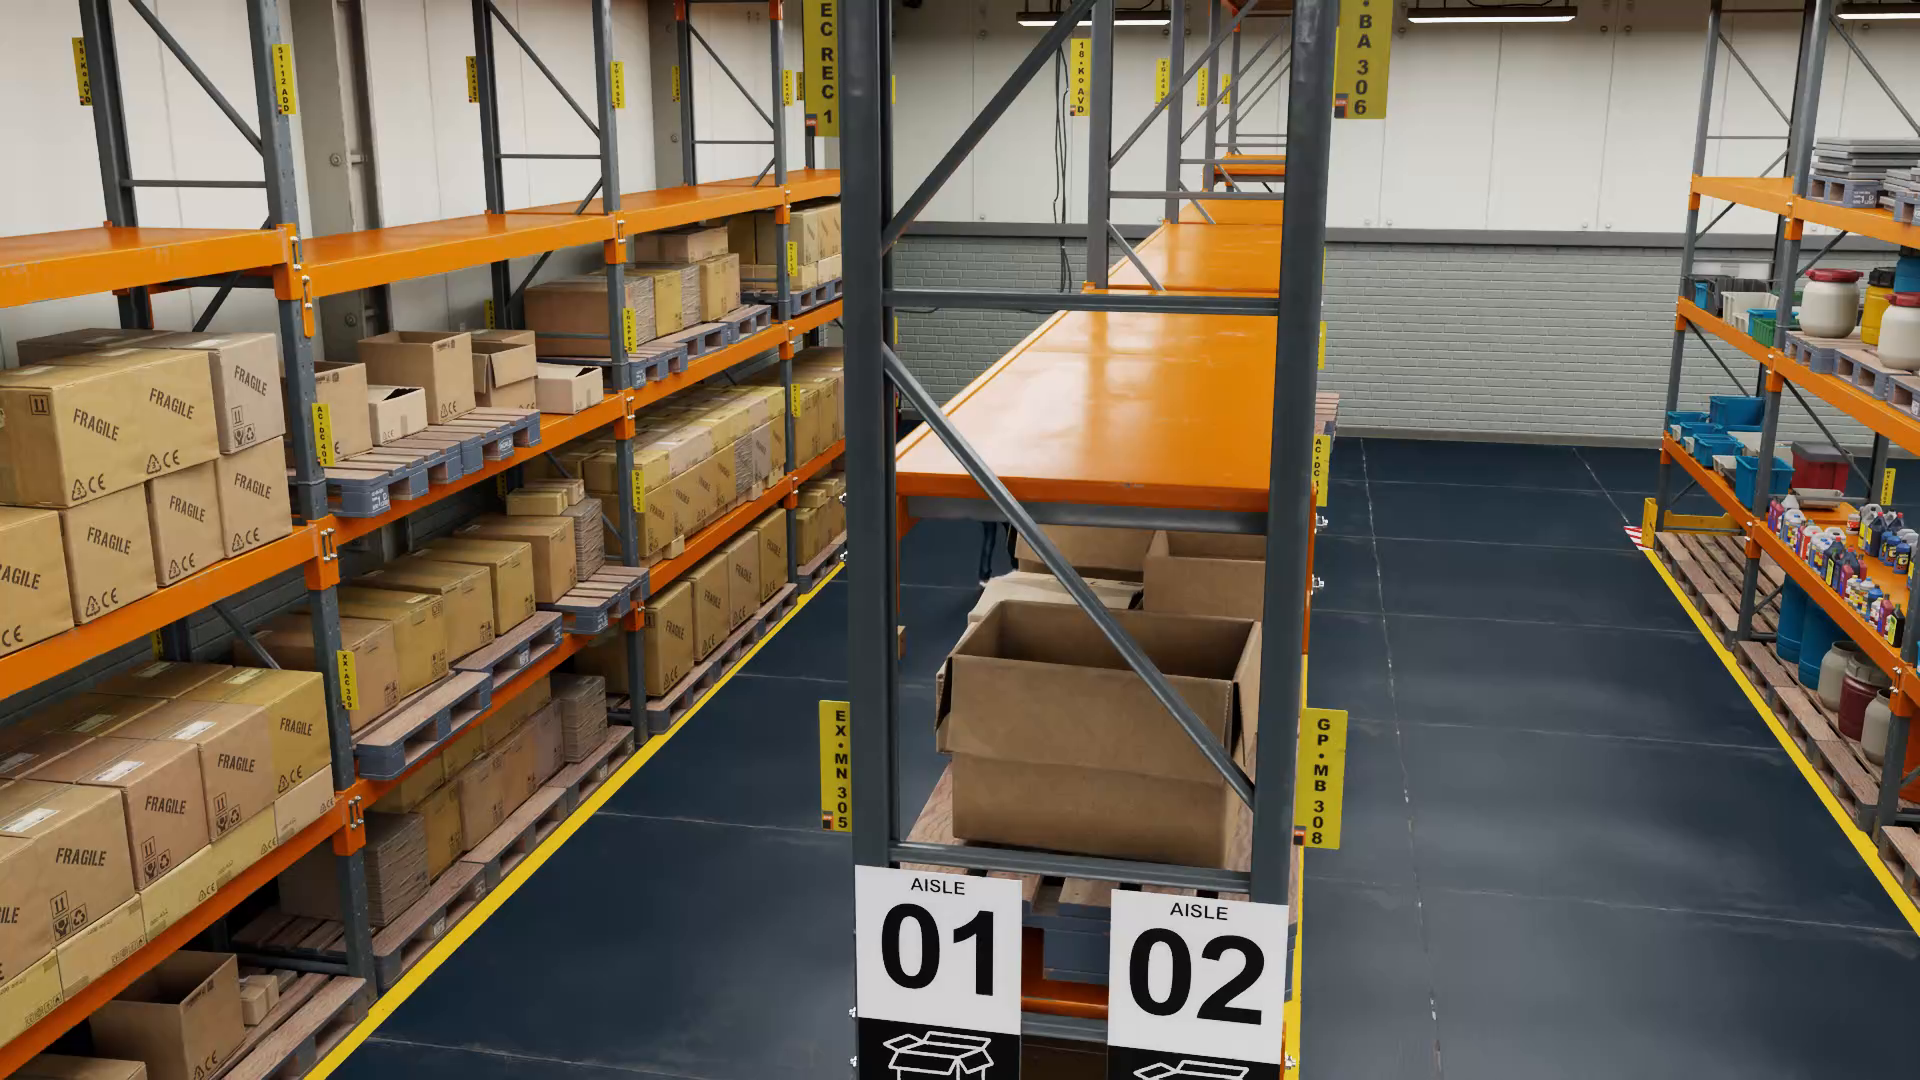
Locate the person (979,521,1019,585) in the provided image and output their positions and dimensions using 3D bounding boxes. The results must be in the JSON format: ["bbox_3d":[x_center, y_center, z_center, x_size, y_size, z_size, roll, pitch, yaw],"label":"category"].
[{"bbox_3d":[0.435,-0.337,17.280,0.449,1.532,0.909,7,17,26],"label":"person"}]
